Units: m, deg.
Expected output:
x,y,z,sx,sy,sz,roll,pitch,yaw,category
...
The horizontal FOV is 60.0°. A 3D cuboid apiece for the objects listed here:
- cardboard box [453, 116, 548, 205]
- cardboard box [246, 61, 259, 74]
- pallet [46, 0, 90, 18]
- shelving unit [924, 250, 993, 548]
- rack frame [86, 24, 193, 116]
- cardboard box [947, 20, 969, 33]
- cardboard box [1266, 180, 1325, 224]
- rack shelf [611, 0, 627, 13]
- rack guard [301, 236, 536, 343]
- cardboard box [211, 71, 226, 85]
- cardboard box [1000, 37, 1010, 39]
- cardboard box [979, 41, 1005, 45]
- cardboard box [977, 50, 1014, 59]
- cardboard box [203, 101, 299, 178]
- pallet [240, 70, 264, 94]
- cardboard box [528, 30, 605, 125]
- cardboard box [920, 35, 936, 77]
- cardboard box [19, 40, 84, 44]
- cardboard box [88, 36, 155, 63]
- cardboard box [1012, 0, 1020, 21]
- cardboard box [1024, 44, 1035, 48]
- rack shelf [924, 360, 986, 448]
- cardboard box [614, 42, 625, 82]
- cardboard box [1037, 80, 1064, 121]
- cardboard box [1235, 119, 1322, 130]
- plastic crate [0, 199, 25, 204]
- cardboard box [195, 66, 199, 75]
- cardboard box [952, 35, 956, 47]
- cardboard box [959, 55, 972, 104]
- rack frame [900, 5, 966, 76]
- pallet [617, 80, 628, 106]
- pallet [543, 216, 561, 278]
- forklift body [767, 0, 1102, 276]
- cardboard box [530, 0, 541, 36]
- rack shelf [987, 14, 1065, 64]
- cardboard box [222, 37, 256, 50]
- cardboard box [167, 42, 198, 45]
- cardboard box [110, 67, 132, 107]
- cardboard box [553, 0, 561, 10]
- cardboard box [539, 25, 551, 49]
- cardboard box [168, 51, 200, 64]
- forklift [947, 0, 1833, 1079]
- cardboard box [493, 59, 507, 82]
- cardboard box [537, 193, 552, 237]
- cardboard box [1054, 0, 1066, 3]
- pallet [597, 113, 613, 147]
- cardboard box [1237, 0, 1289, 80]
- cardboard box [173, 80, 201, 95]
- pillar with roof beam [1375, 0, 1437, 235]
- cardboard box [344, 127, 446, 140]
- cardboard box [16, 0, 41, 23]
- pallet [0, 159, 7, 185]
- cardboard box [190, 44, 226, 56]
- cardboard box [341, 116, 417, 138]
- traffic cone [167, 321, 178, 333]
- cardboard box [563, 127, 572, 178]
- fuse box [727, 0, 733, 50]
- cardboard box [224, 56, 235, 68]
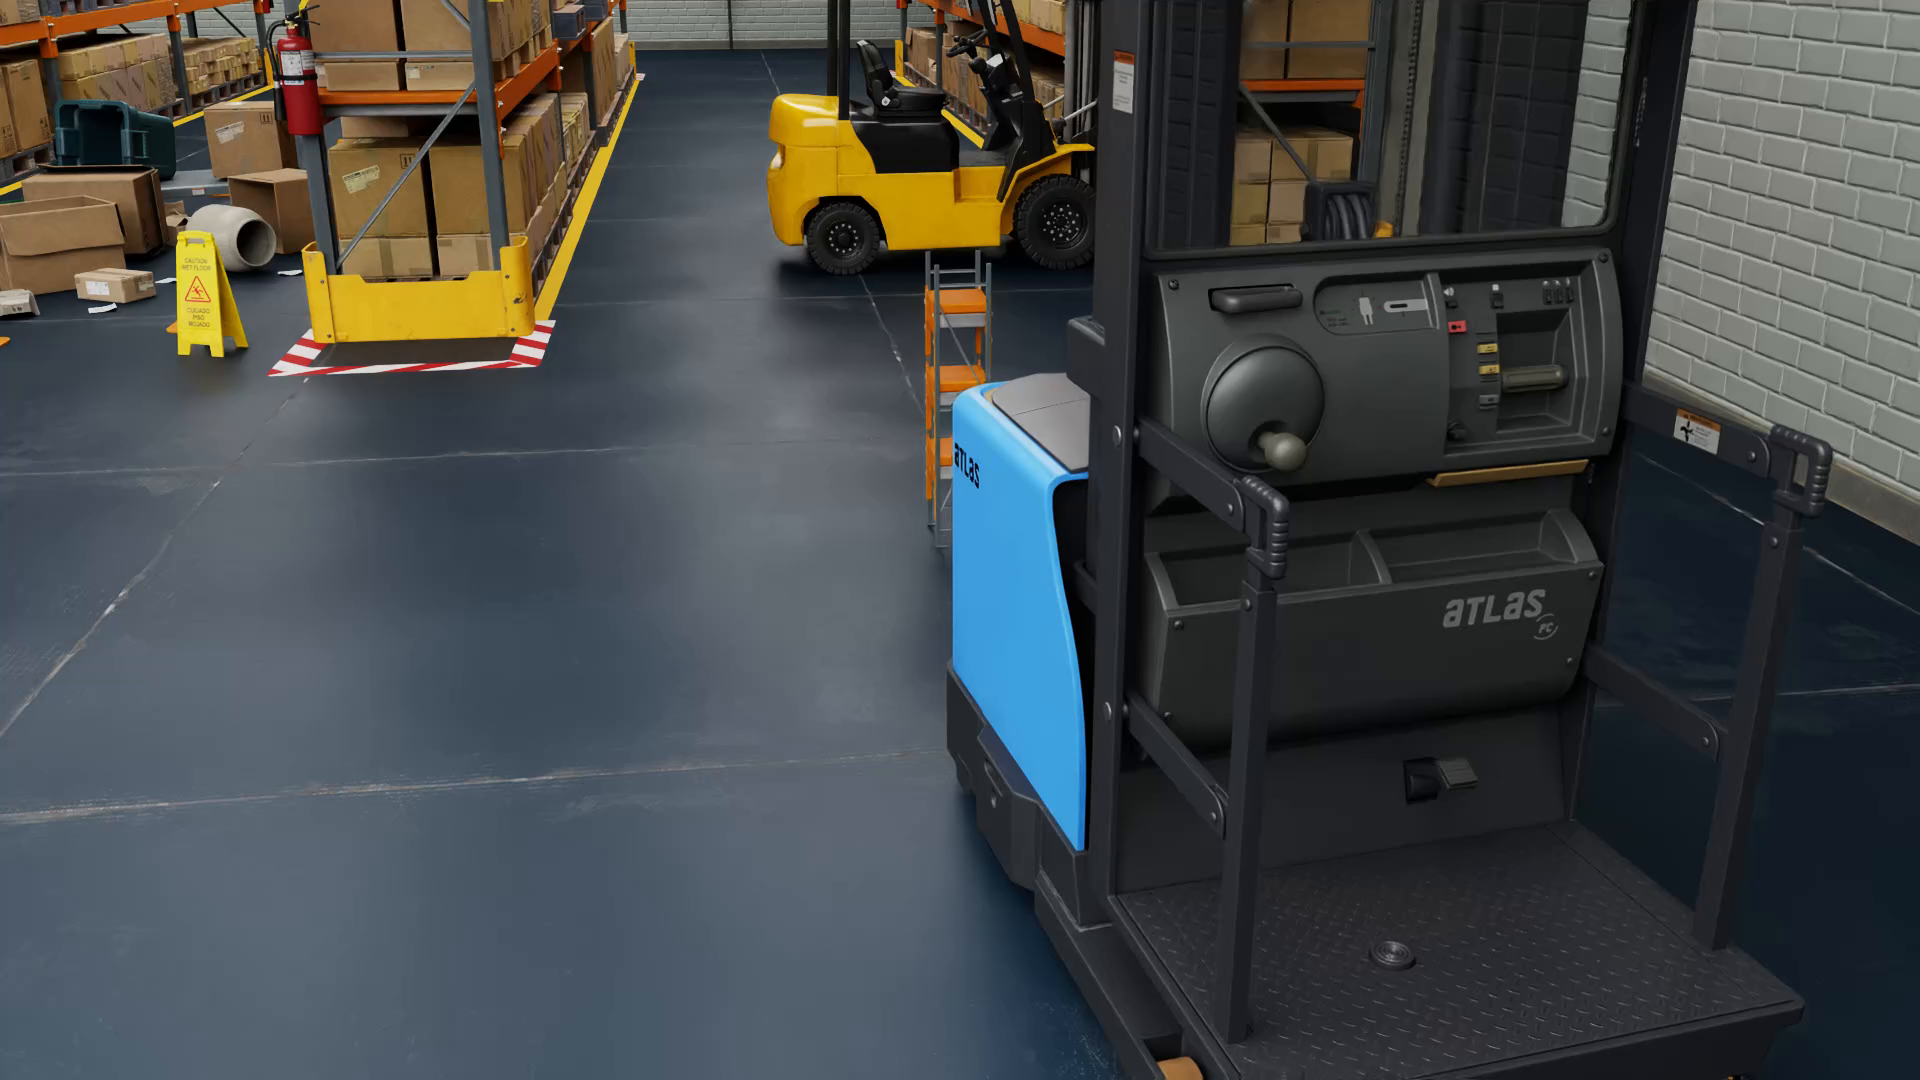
x,y,z,sx,sy,sz,roll,pitch,yaw,category
-2.969,-2.457,10.766,0.500,0.500,0.500,-3,21,-7,cardboard box
-9.749,-6.402,22.543,0.380,0.149,0.250,-2,21,-6,cardboard box
-9.223,-5.178,16.066,1.213,0.211,1.003,-3,21,-8,pallet
-0.008,-0.510,6.082,0.215,1.050,0.252,-3,21,-8,shelving unit
-9.592,-6.411,19.094,1.000,3.000,0.127,-3,21,-8,rack frame
0.052,-6.282,20.368,0.380,0.149,0.250,-3,21,-9,cardboard box
2.071,-2.109,10.190,0.500,0.250,0.500,-3,21,-7,cardboard box
-4.996,-7.051,21.836,1.077,0.370,4.000,-3,21,-8,rack shelf
-2.989,-1.396,9.240,1.175,0.500,0.348,-3,21,-8,rack guard
-9.554,-5.862,21.098,0.380,0.149,0.250,-3,21,-9,cardboard box
0.691,-5.902,19.777,0.380,0.149,0.250,-4,21,-10,cardboard box
0.310,-5.598,18.964,0.380,0.149,0.250,-3,21,-8,cardboard box
0.388,-5.143,17.745,0.380,0.149,0.250,-4,21,-11,cardboard box
-5.312,-3.010,12.477,0.500,0.500,0.500,-3,21,-8,cardboard box
-10.075,-6.180,22.462,1.003,0.211,1.213,-3,21,-8,pallet
-4.149,-4.756,17.098,0.875,0.875,0.875,-3,21,-8,cardboard box
-0.145,-6.484,22.262,0.700,0.500,0.500,-4,21,-10,cardboard box
-9.598,-5.158,17.640,0.500,0.250,0.500,-2,21,-6,cardboard box
-9.173,-5.364,18.192,0.500,0.250,0.500,-2,21,-5,cardboard box
0.751,-4.974,15.461,0.500,0.250,0.500,-4,21,-10,cardboard box
0.853,-5.451,18.568,0.380,0.149,0.250,-3,21,-9,cardboard box
-0.008,-0.500,6.086,0.215,0.259,0.240,-3,21,-8,rack shelf
-4.822,-6.225,21.658,0.875,0.438,0.875,-4,21,-9,cardboard box
1.166,-3.711,14.659,0.875,0.625,0.625,-3,21,-8,cardboard box
1.975,-2.518,10.573,0.500,0.250,0.500,-3,21,-8,cardboard box
-7.117,-2.357,12.176,0.450,0.188,0.662,-2,18,24,plastic crate
-9.524,-5.719,20.290,0.380,0.149,0.250,-3,21,-8,cardboard box
0.108,-6.047,20.166,0.380,0.149,0.250,-3,21,-9,cardboard box
0.273,-5.258,18.978,0.500,0.500,0.500,-4,21,-10,cardboard box
-0.373,-8.332,24.238,1.000,3.000,0.127,-3,21,-8,rack frame
-4.740,-5.657,21.060,1.003,0.211,1.213,-3,21,-8,pallet
-3.244,-1.966,11.177,1.003,0.211,1.213,-3,21,-8,pallet
-0.146,-2.960,11.066,2.313,2.155,1.214,-3,21,-8,forklift body
-3.085,-3.614,11.036,0.500,0.500,0.500,-2,21,-6,cardboard box
1.068,-4.533,15.094,1.077,0.370,4.000,-3,21,-8,rack shelf
-9.841,-6.765,22.667,0.380,0.149,0.250,-3,21,-7,cardboard box
-10.243,-6.473,21.883,0.380,0.149,0.250,-4,21,-10,cardboard box
-9.019,-4.661,17.381,0.500,0.500,0.500,-3,21,-9,cardboard box
-3.322,-4.212,12.966,0.380,0.149,0.250,-3,21,-7,cardboard box
-3.164,-3.626,11.997,0.380,0.149,0.250,-2,21,-7,cardboard box
-9.503,-5.864,20.254,0.380,0.149,0.250,-3,21,-9,cardboard box
0.867,-0.314,2.869,1.130,2.935,3.031,-6,21,-15,forklift
-2.831,-2.734,9.608,0.380,0.149,0.250,-4,21,-9,cardboard box
-2.978,-2.108,10.903,0.500,0.250,0.500,-2,21,-4,cardboard box
1.033,-4.499,13.474,0.500,0.250,0.500,-3,21,-9,cardboard box
-4.171,-4.281,17.377,1.003,0.211,1.213,-3,21,-8,pallet
1.602,-2.997,9.809,0.500,0.500,0.500,-3,21,-9,cardboard box
-9.326,-5.415,19.901,0.380,0.149,0.250,-4,21,-10,cardboard box
-1.536,-5.672,8.542,9.100,9.000,0.400,-3,21,-8,pillar with roof beam
-3.430,-2.246,10.200,0.500,0.500,0.500,-2,21,-6,cardboard box
-8.685,-4.931,14.988,0.500,0.500,0.500,-3,21,-8,cardboard box
-8.804,-3.022,14.005,1.003,0.211,1.213,-3,21,-8,pallet
-9.702,-6.312,21.454,0.380,0.149,0.250,-4,21,-10,cardboard box
-3.471,-2.493,9.934,0.380,0.149,0.250,-2,21,-6,cardboard box
-4.317,-1.436,9.401,0.336,0.463,0.334,-3,21,-8,traffic cone
-3.633,-3.073,13.313,0.950,0.372,0.625,-3,21,-7,cardboard box
-4.021,-9.484,29.162,0.539,1.711,0.414,-3,21,-8,fuse box
-9.627,-6.180,21.525,0.380,0.149,0.250,-2,21,-5,cardboard box
